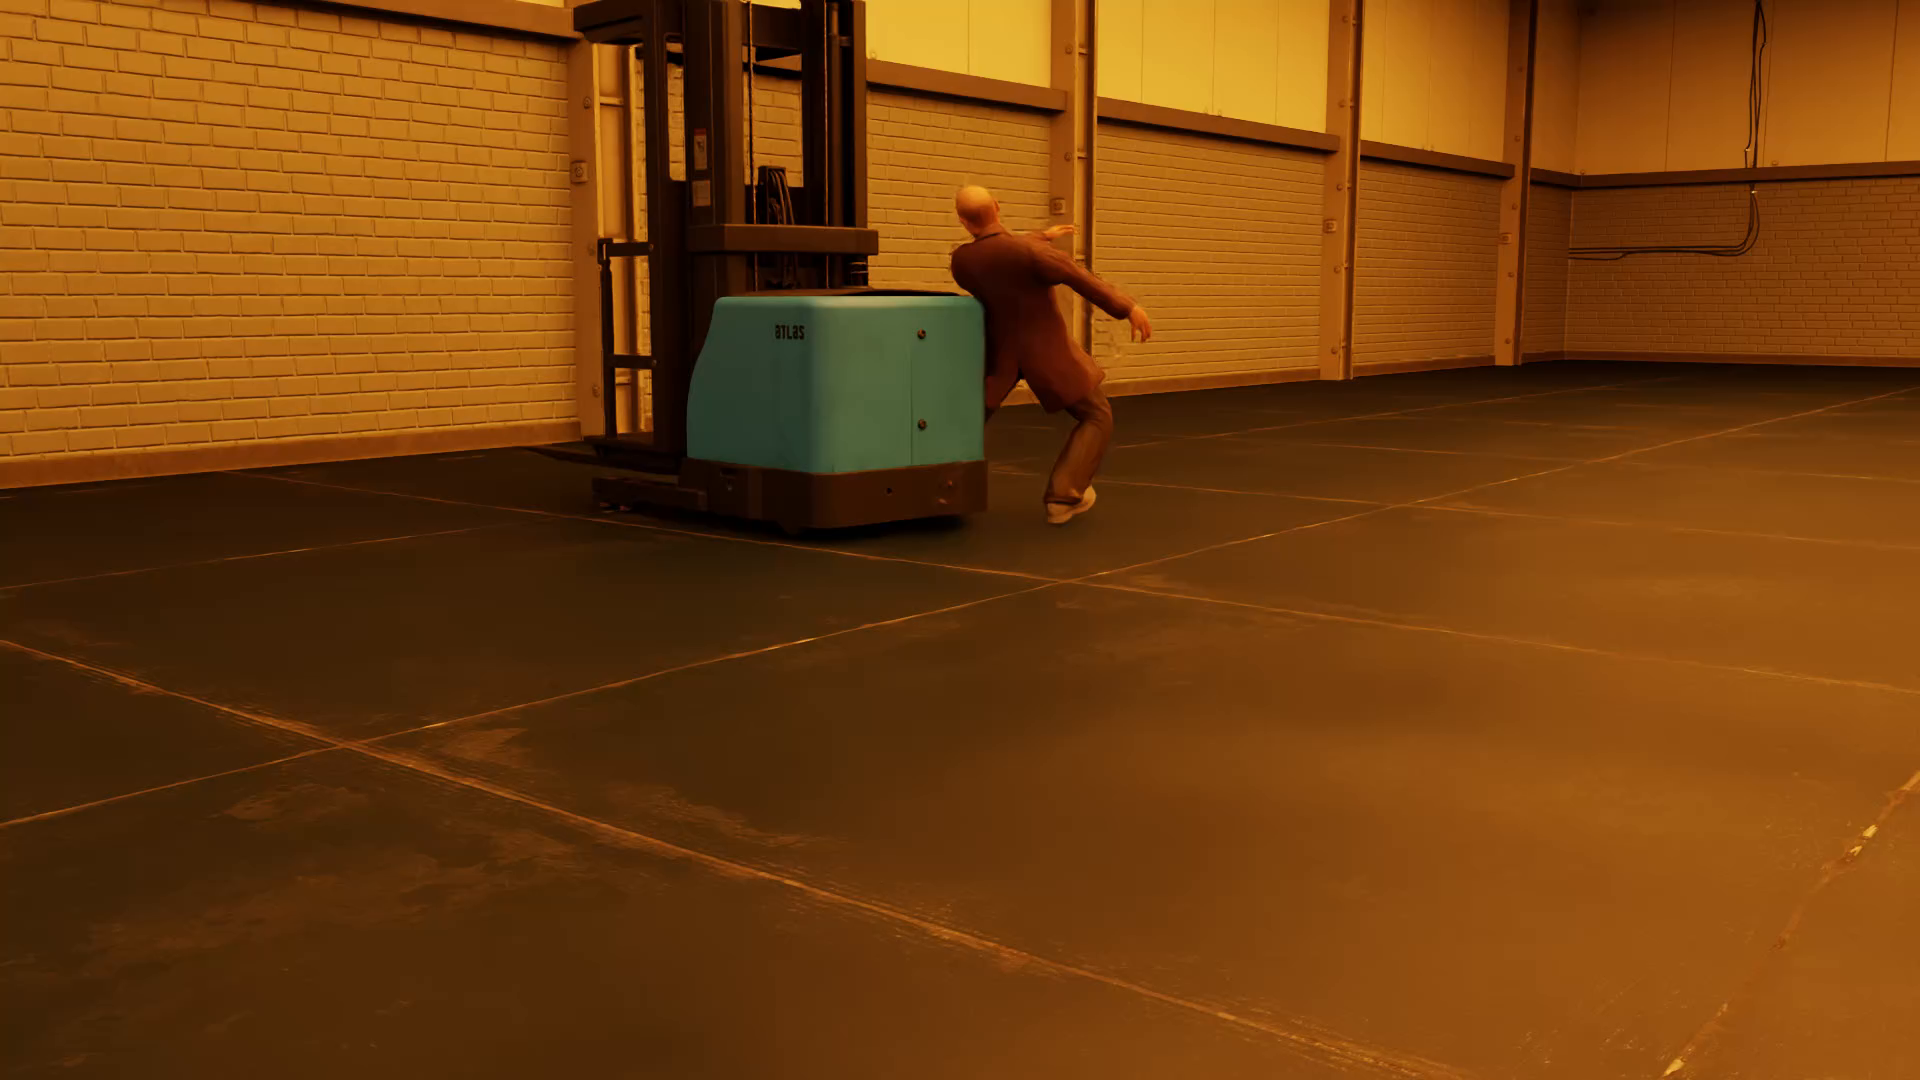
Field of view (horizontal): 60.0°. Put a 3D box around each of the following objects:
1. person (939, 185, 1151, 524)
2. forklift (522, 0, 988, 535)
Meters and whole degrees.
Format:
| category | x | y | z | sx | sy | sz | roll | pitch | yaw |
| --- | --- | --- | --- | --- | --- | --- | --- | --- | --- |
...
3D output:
| category | x | y | z | sx | sy | sz | roll | pitch | yaw |
| --- | --- | --- | --- | --- | --- | --- | --- | --- | --- |
| person | 0.403 | -0.840 | 7.825 | 0.979 | 1.517 | 0.893 | 3 | 9 | 20 |
| forklift | -1.235 | -1.635 | 8.455 | 1.130 | 2.935 | 3.031 | -8 | 11 | -42 |
